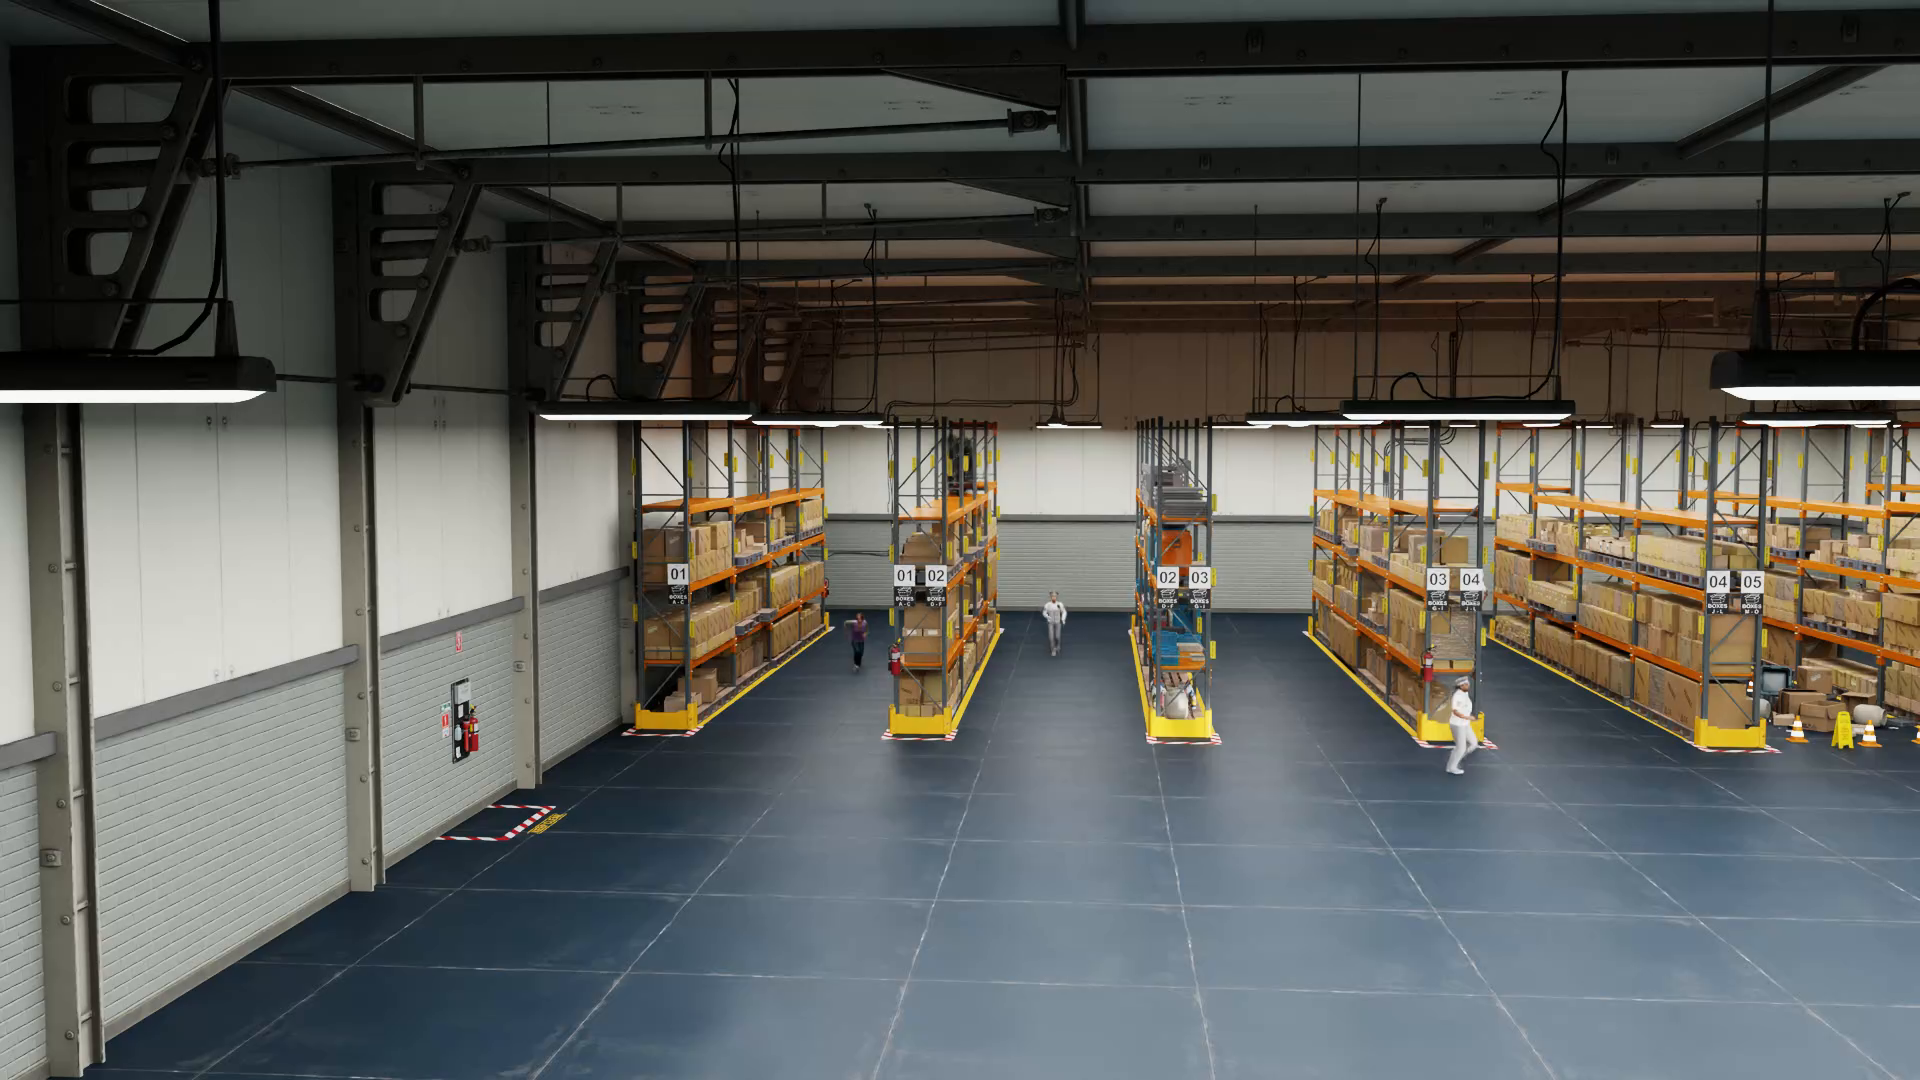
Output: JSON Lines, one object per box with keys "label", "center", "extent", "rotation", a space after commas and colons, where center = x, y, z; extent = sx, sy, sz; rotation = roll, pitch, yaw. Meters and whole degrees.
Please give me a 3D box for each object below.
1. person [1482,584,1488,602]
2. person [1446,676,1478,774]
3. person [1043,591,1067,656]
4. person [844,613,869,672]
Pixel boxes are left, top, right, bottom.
{"label": "person", "center": [14.502, 1.770, 47.144], "extent": [0.900, 1.738, 0.765], "rotation": [-1, 4, -8]}
{"label": "person", "center": [8.385, 3.080, 27.705], "extent": [0.561, 1.655, 0.575], "rotation": [2, 4, 34]}
{"label": "person", "center": [2.412, 2.129, 42.417], "extent": [0.605, 1.659, 0.530], "rotation": [0, 4, 5]}
{"label": "person", "center": [-2.450, 2.427, 39.360], "extent": [0.568, 1.423, 0.867], "rotation": [-1, 4, -13]}
